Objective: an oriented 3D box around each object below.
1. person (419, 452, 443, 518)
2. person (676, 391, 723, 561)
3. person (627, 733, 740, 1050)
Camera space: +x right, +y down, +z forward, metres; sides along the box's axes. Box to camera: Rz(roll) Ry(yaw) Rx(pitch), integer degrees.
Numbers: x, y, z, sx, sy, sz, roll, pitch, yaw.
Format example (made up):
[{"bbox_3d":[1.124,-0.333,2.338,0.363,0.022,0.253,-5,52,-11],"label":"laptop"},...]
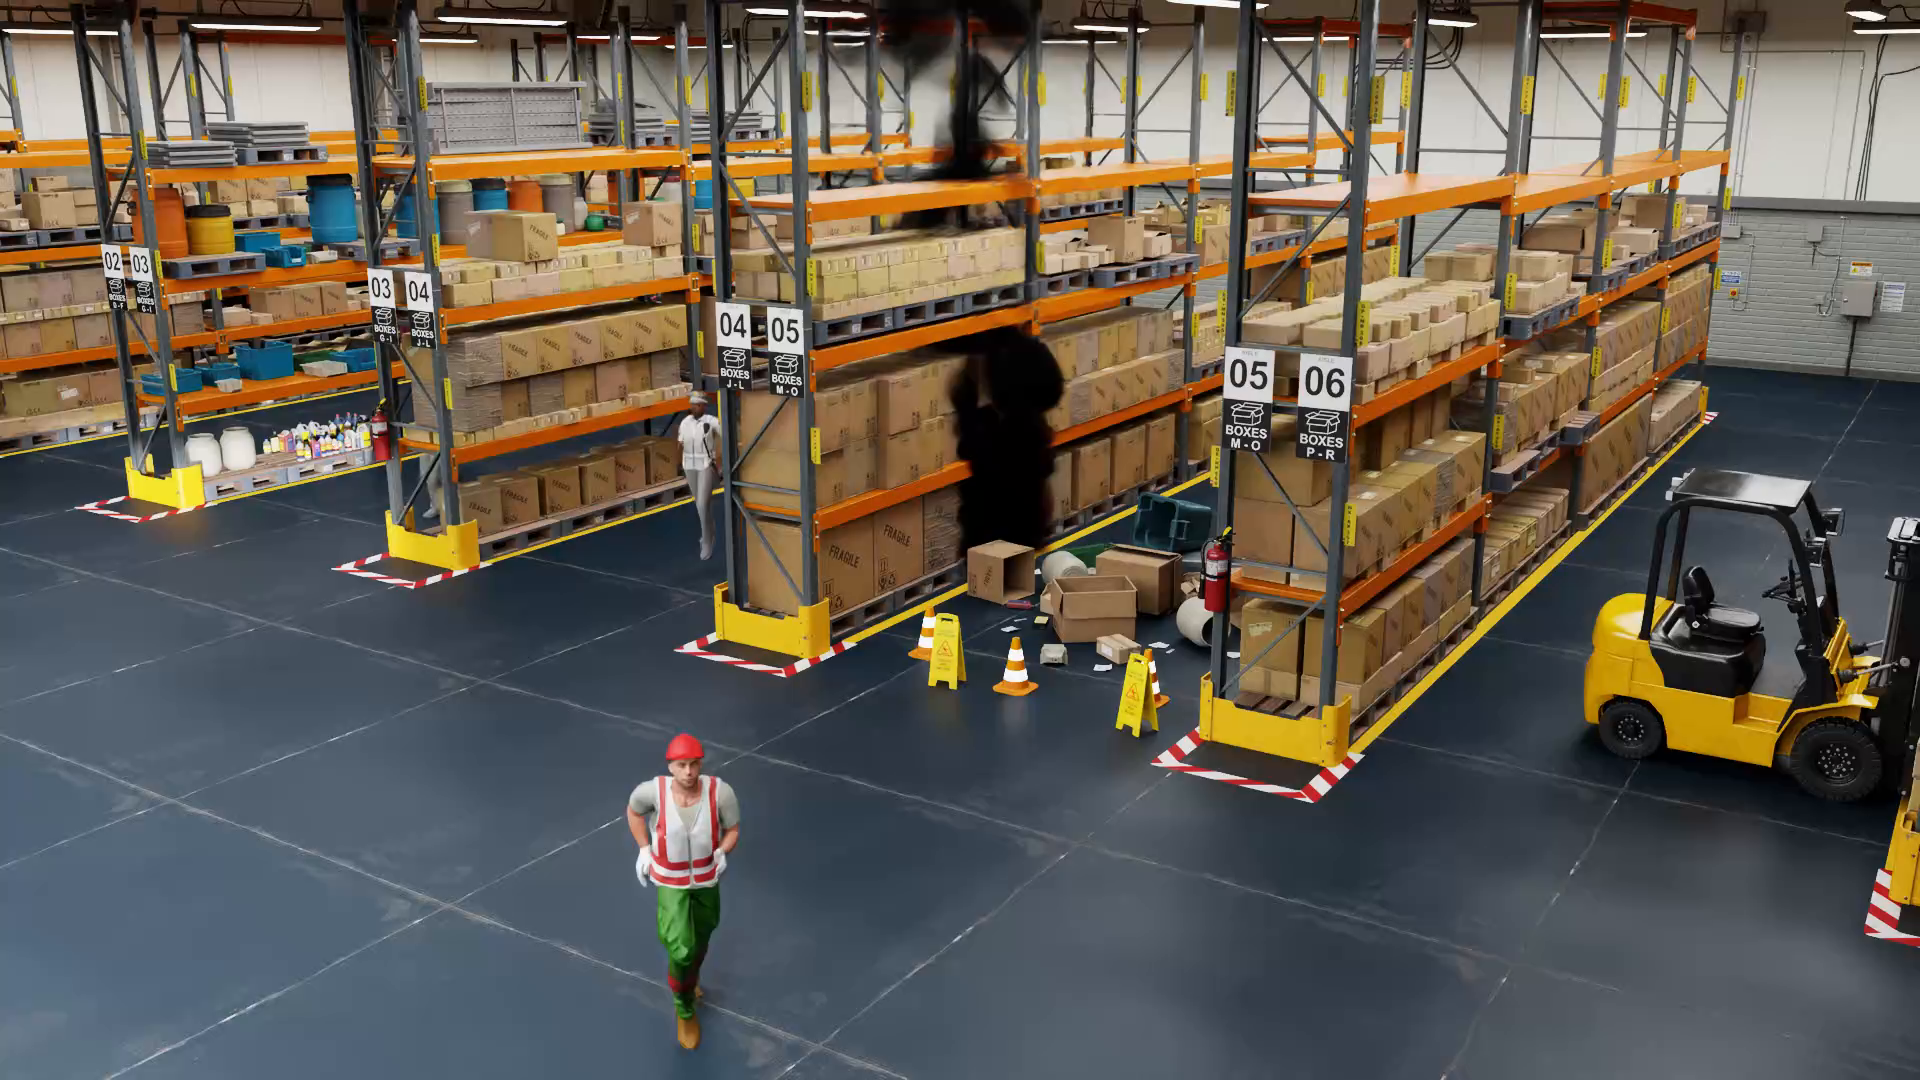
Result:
[{"bbox_3d":[-6.353,-1.133,20.245,0.620,1.664,0.624,9,18,28],"label":"person"},{"bbox_3d":[-2.741,-0.688,17.559,0.553,1.800,0.666,6,17,20],"label":"person"},{"bbox_3d":[-1.483,1.891,9.153,0.565,1.809,0.838,-6,17,-21],"label":"person"}]
